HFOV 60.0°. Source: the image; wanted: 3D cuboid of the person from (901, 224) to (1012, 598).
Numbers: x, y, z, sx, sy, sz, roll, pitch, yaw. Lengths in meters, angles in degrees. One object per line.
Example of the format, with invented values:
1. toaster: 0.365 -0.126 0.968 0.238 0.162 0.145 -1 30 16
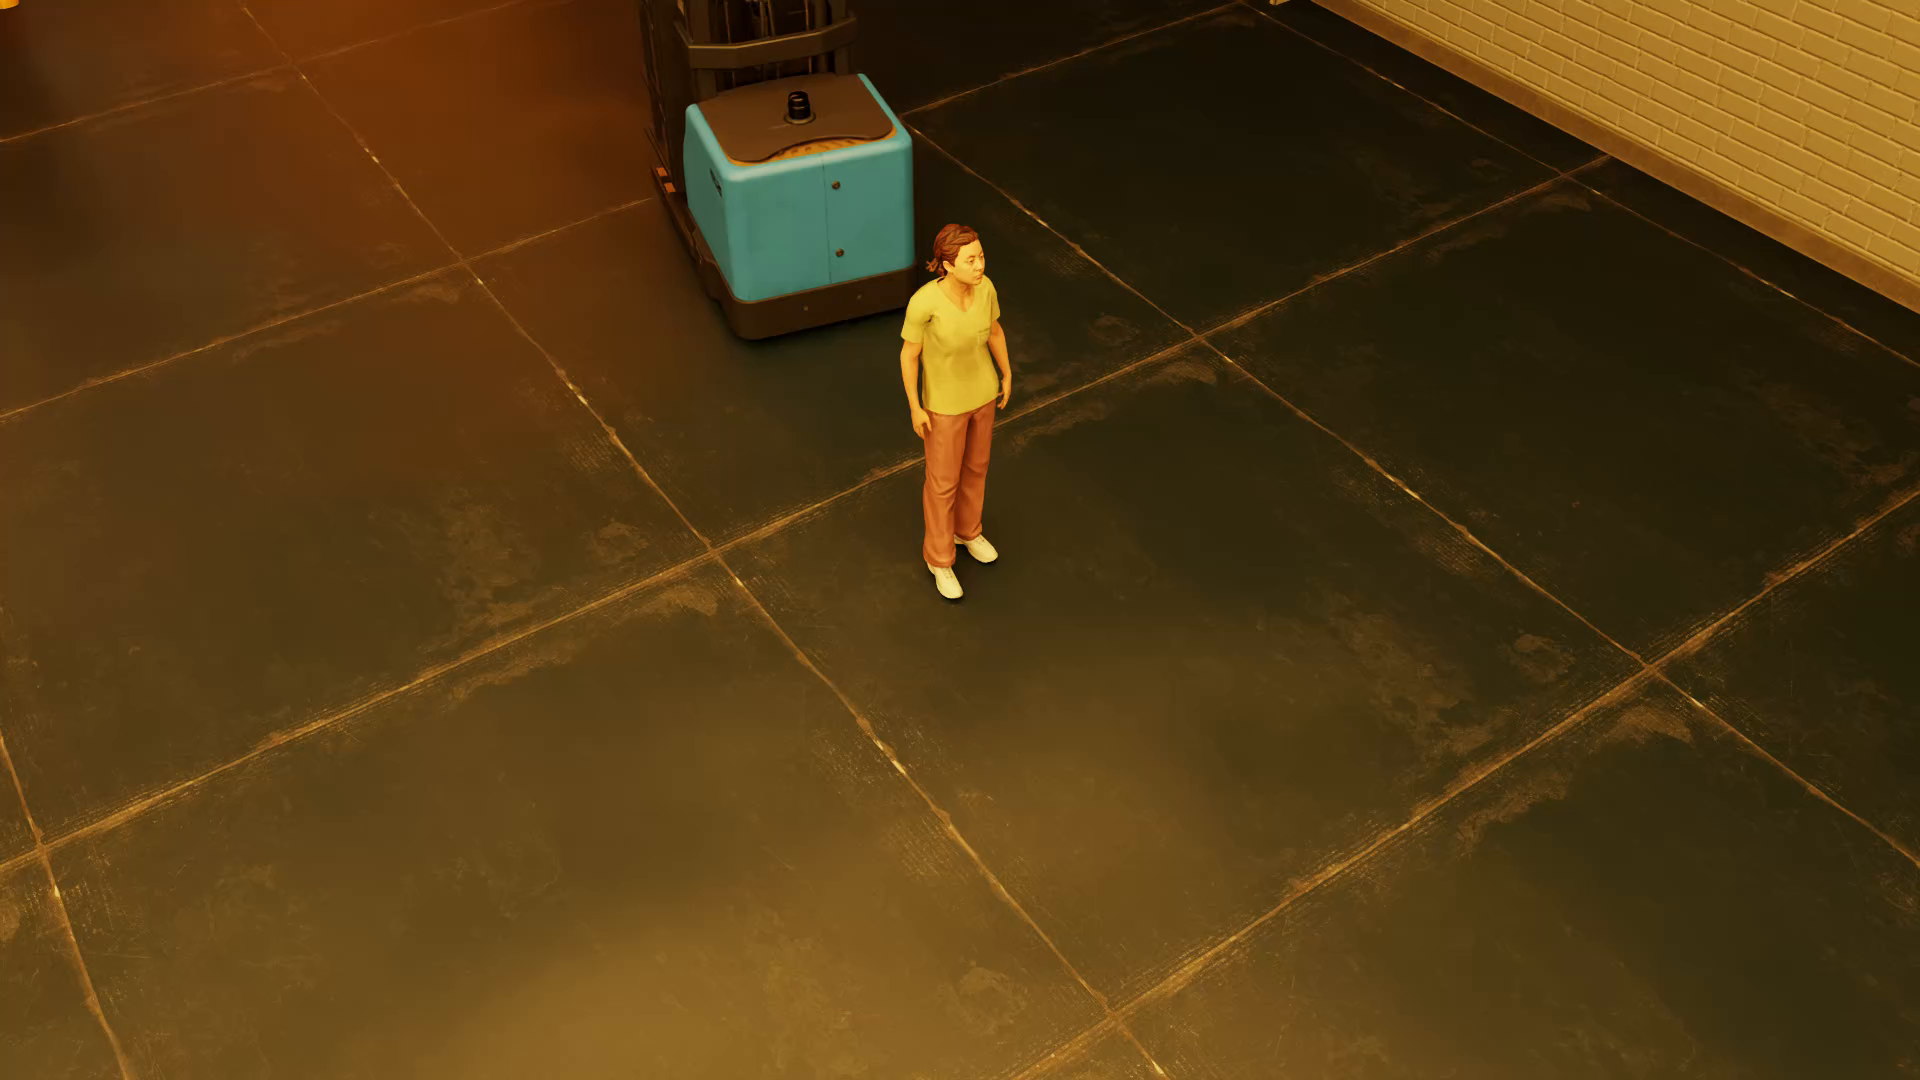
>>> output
1. person: 0.033 -0.576 7.257 0.555 1.675 0.549 -25 48 -25

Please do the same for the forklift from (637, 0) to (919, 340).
1. forklift: -1.239 -3.164 9.149 1.130 2.935 3.031 -15 45 -16
